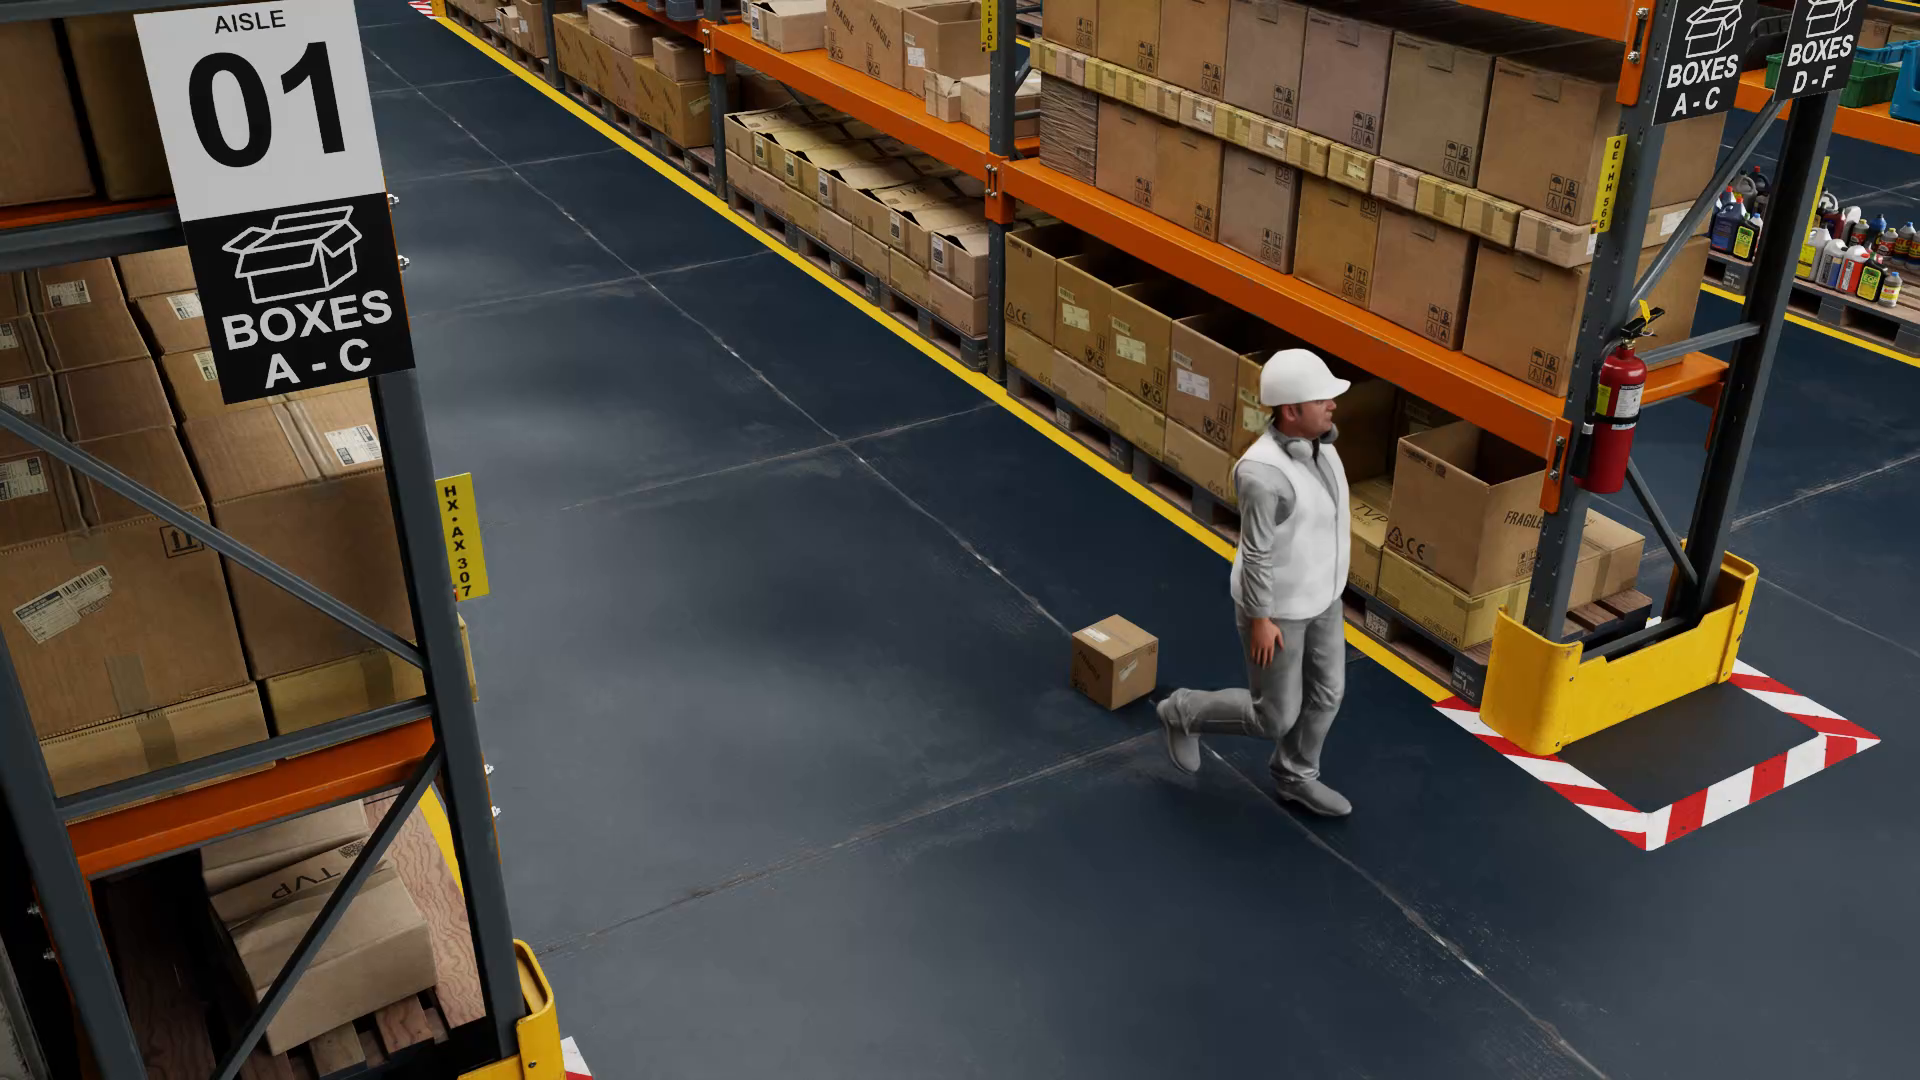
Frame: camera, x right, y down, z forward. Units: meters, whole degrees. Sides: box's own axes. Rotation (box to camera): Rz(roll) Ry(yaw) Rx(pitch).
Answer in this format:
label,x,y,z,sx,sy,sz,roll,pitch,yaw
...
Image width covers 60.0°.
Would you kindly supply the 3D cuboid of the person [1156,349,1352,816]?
label,x,y,z,sx,sy,sz,roll,pitch,yaw
person,1.098,0.160,5.775,0.715,1.749,0.531,22,35,34
